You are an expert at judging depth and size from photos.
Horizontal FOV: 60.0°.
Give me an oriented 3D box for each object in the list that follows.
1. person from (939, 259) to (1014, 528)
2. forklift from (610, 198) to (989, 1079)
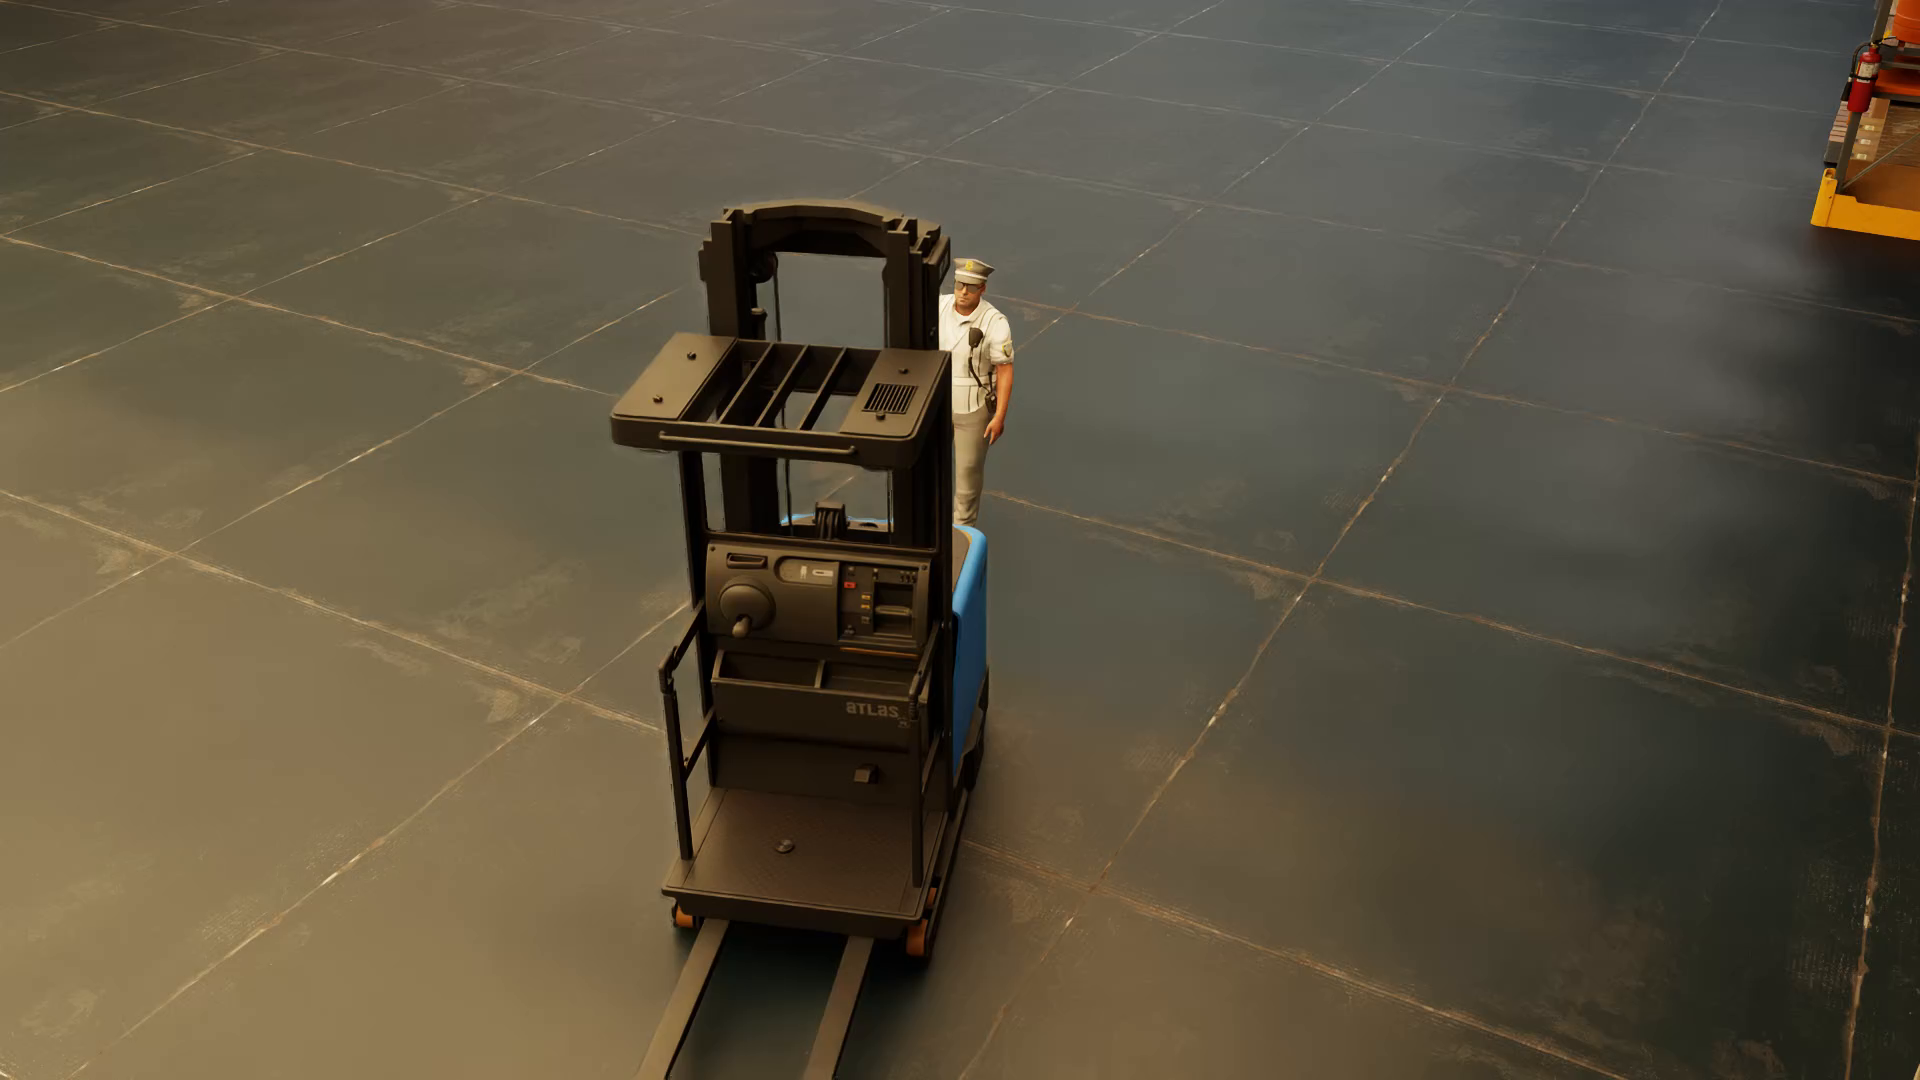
[{"bbox_3d":[-0.048,-0.746,9.499,0.641,1.779,0.574,15,33,25],"label":"person"},{"bbox_3d":[-0.615,0.281,6.584,1.130,2.935,3.031,5,30,8],"label":"forklift"}]
